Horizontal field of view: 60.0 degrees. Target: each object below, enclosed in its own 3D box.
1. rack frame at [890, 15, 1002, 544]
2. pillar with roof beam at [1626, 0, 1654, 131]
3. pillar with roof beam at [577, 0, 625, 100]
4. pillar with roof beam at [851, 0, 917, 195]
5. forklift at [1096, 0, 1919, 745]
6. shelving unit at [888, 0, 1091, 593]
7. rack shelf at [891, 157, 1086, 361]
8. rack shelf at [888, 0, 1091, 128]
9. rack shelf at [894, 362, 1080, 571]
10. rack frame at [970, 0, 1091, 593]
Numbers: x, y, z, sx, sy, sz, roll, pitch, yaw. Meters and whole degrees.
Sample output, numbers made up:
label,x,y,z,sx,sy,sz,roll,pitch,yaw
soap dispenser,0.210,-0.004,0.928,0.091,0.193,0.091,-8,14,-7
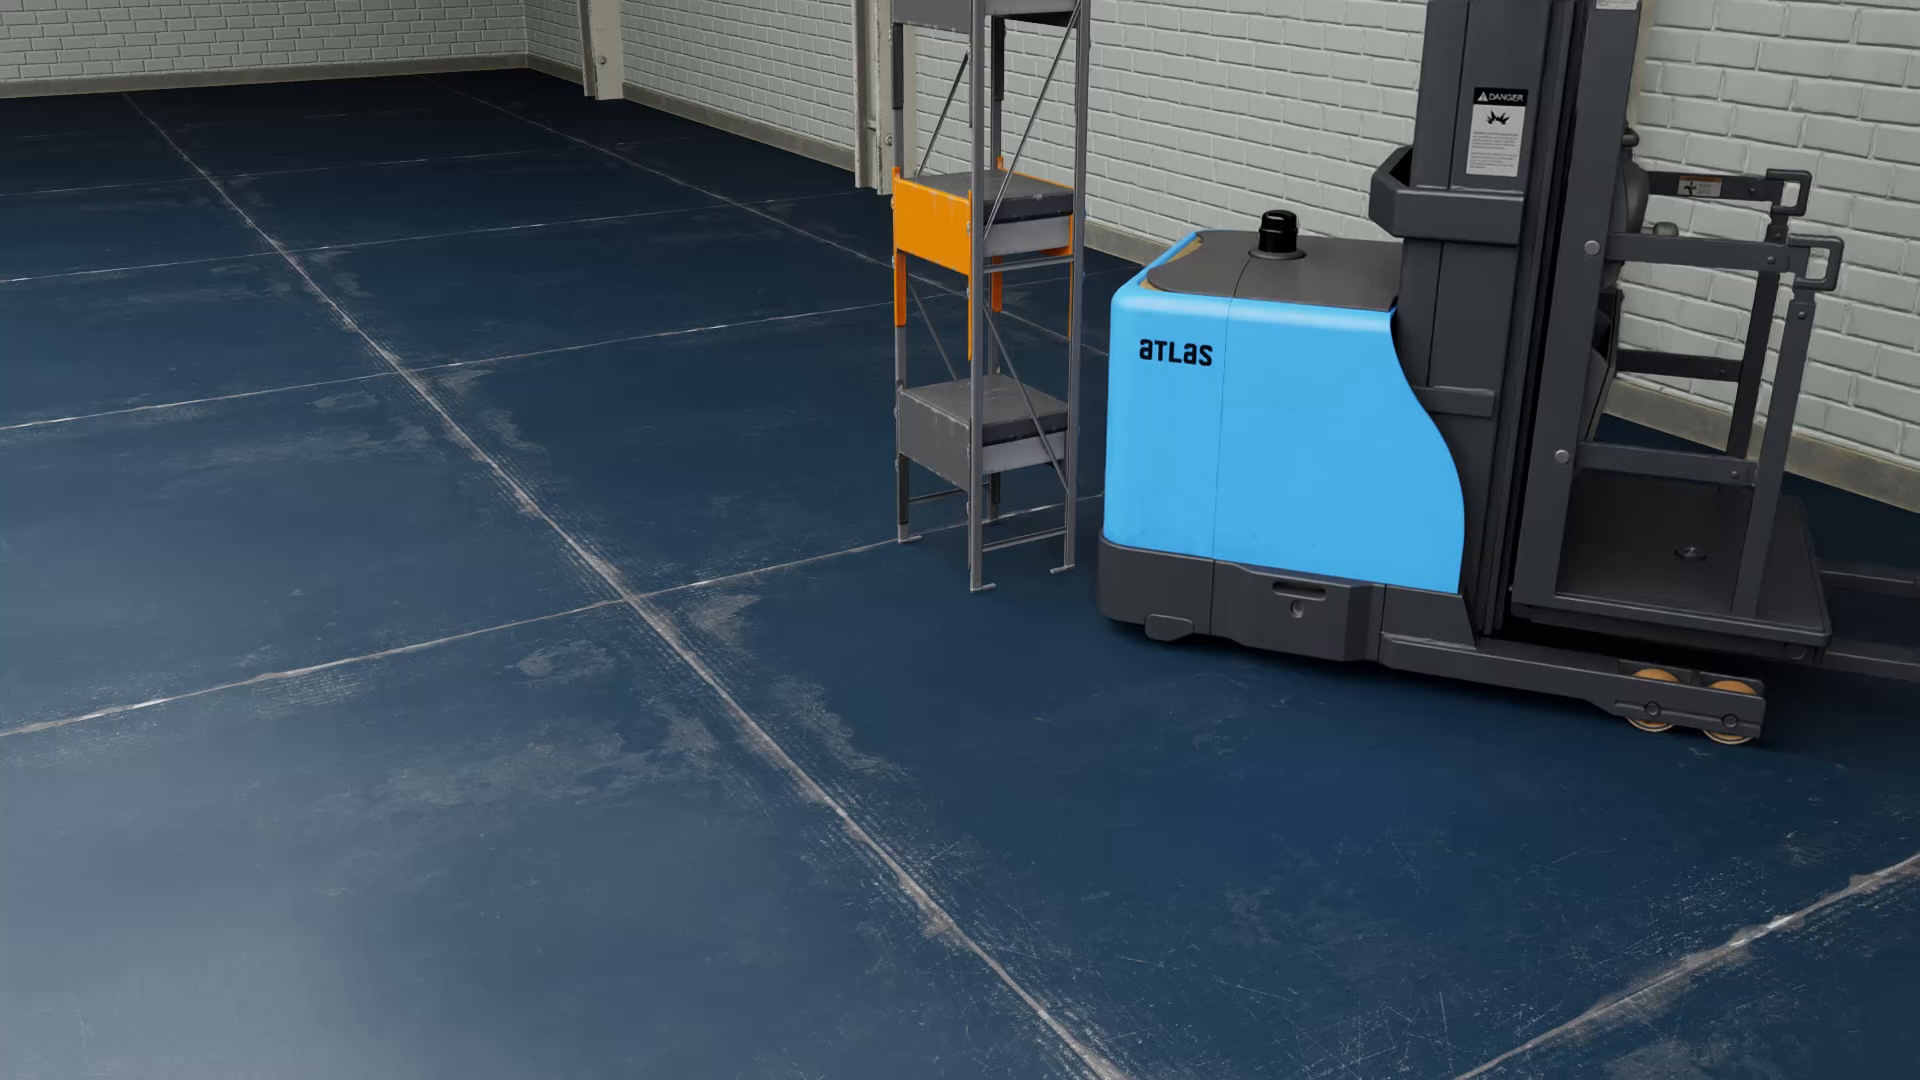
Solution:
label,x,y,z,sx,sy,sz,roll,pitch,yaw
rack frame,-0.040,-0.998,5.479,0.400,2.100,0.015,-13,25,-28
pillar with roof beam,-1.172,-3.956,3.594,9.100,9.000,0.400,-13,25,-28
pillar with roof beam,-7.302,-7.841,13.151,9.100,9.000,0.400,-13,25,-28
pillar with roof beam,-4.237,-5.898,8.372,9.100,9.000,0.400,-13,25,-28
forklift,1.989,-1.036,4.468,3.031,2.935,1.130,8,24,20
shelving unit,0.085,-0.919,5.284,0.431,2.100,0.503,-13,25,-28
rack shelf,0.085,-0.906,5.289,0.431,0.518,0.480,-13,25,-28
rack shelf,0.085,-1.555,5.026,0.431,0.518,0.480,-13,25,-28
rack shelf,0.085,-0.258,5.553,0.431,0.518,0.480,-13,25,-28
rack frame,0.209,-0.840,5.090,0.400,2.100,0.015,-13,25,-28
